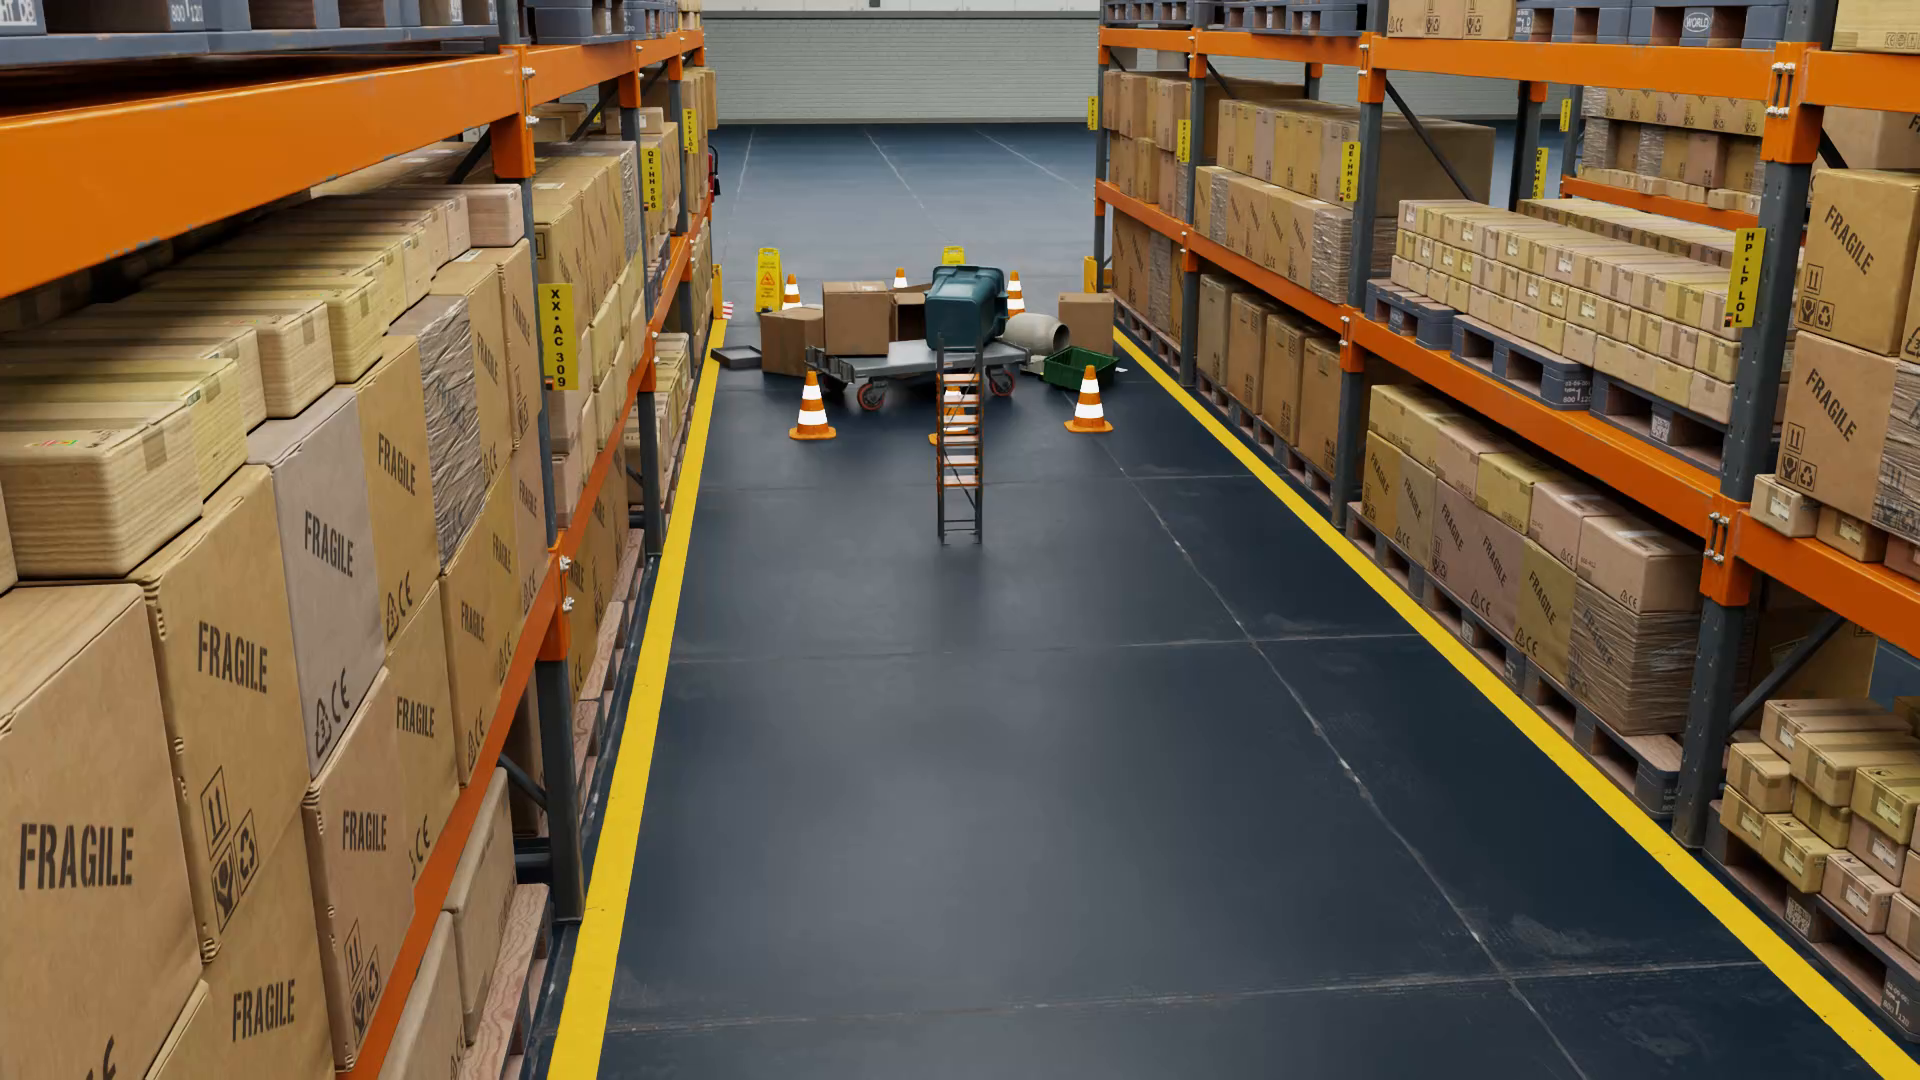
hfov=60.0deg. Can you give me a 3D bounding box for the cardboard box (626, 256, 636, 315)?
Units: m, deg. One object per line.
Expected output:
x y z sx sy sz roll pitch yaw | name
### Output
-1.825 -1.217 7.961 0.500 0.250 0.500 -2 18 -7 | cardboard box

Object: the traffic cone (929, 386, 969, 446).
-0.052 -0.939 11.894 0.336 0.463 0.334 -2 18 -6 | traffic cone

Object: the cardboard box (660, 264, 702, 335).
-2.389 -1.961 13.553 0.500 0.500 0.500 -1 17 -3 | cardboard box

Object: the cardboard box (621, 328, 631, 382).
-1.769 -0.822 7.539 0.500 0.250 0.500 -2 18 -6 | cardboard box

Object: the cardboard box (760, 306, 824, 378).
-1.354 -1.700 14.255 0.500 0.500 0.500 11 21 32 | cardboard box

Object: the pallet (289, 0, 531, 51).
-1.915 -1.759 5.582 0.805 0.209 1.217 -2 18 -8 | pallet

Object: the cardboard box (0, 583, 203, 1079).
-1.125 0.368 1.661 0.500 0.500 0.500 -2 18 -7 | cardboard box

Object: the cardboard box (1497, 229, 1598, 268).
2.721 -1.351 7.698 0.380 0.149 0.250 -1 17 -4 | cardboard box

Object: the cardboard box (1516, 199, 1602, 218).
3.236 -1.754 8.982 0.380 0.149 0.250 -2 18 -8 | cardboard box

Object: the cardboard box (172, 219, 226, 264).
-1.922 -0.653 3.829 0.380 0.149 0.250 -2 18 -6 | cardboard box

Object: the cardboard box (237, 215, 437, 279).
-1.444 -0.668 3.878 0.380 0.149 0.250 -2 18 -6 | cardboard box

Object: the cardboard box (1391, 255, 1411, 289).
2.574 -1.463 9.047 0.380 0.149 0.250 -2 18 -6 | cardboard box

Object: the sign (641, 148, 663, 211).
-1.632 -1.909 8.818 0.100 0.325 0.005 -2 18 -6 | sign

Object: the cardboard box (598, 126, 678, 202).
-2.268 -2.642 11.721 0.500 0.500 0.500 -2 18 -5 | cardboard box

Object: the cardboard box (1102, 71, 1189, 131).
1.904 -4.380 16.569 0.875 0.550 0.550 -2 18 -6 | cardboard box

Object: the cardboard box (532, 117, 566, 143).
-2.633 -2.517 10.239 0.380 0.149 0.250 -3 18 -8 | cardboard box

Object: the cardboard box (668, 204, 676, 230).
-2.167 -2.236 11.509 0.380 0.149 0.250 -2 18 -5 | cardboard box

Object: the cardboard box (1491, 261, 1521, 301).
2.714 -1.210 7.747 0.380 0.149 0.250 -2 18 -6 | cardboard box

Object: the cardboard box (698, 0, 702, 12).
-2.688 -5.080 15.595 0.500 0.250 0.500 -2 18 -6 | cardboard box

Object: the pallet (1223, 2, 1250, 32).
2.460 -3.782 12.027 0.805 0.209 1.217 -2 18 -8 | pallet

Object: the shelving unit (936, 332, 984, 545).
-0.002 -0.577 9.511 0.258 1.200 0.189 -2 18 -6 | shelving unit

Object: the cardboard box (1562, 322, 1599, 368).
2.793 -0.832 7.037 0.380 0.149 0.250 -3 18 -8 | cardboard box

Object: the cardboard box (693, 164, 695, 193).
-2.440 -3.009 13.589 0.500 0.500 0.500 -2 18 -6 | cardboard box

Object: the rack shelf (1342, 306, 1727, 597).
2.935 -0.583 7.727 1.077 0.370 4.000 -2 18 -6 | rack shelf

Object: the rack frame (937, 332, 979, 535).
-0.011 -0.604 9.598 0.240 1.200 0.006 -2 18 -6 | rack frame

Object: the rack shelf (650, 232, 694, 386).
-2.390 -1.591 10.940 1.077 0.370 4.000 -2 18 -6 | rack shelf

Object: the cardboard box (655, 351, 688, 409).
-2.463 -1.107 11.881 0.950 0.372 0.625 -1 17 -2 | cardboard box

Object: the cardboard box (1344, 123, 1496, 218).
2.693 -2.181 9.779 0.700 0.500 0.500 -2 18 -6 | cardboard box

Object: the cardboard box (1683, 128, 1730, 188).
7.107 -3.458 15.021 0.875 0.500 0.500 -2 18 -6 | cardboard box

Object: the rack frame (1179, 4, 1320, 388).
2.317 -2.714 13.313 1.000 3.000 0.127 -2 18 -6 | rack frame

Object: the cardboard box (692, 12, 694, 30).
-2.491 -4.480 14.350 0.380 0.149 0.250 -2 18 -6 | cardboard box

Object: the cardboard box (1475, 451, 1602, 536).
2.705 -0.220 7.591 0.500 0.250 0.500 -3 18 -8 | cardboard box

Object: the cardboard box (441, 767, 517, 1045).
-1.814 1.065 4.852 0.875 0.438 0.875 -2 18 -6 | cardboard box

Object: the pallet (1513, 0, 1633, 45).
3.074 -2.168 6.880 1.213 0.211 1.003 -2 18 -6 | pallet

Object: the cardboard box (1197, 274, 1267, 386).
2.470 -1.658 13.007 1.050 0.750 0.750 -2 18 -6 | cardboard box

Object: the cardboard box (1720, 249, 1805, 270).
3.450 -1.136 7.013 0.380 0.149 0.250 -2 18 -6 | cardboard box

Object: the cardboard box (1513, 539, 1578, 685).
2.762 0.297 7.197 0.500 0.500 0.500 -2 18 -7 | cardboard box

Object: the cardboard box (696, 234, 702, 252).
-2.428 -2.543 14.323 0.380 0.149 0.250 -1 17 -2 | cardboard box

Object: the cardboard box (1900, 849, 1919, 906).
3.062 1.030 4.949 0.380 0.149 0.250 -3 18 -8 | cardboard box

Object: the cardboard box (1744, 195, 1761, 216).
6.930 -2.847 14.156 0.380 0.149 0.250 -2 18 -6 | cardboard box

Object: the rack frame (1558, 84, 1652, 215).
6.848 -4.028 17.501 1.000 3.000 0.127 -2 18 -6 | rack frame

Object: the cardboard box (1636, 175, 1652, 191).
6.776 -3.444 16.059 0.380 0.149 0.250 -2 18 -6 | cardboard box

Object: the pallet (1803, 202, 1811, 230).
7.195 -2.513 12.994 1.003 0.211 1.213 -2 18 -6 | pallet

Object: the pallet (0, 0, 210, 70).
-1.446 -0.565 1.609 1.003 0.211 1.213 -2 18 -6 | pallet

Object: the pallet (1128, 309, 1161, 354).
2.187 -1.976 15.620 1.003 0.211 1.213 -2 18 -6 | pallet

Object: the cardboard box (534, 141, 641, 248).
-1.871 -1.718 8.304 0.500 0.500 0.500 -2 18 -7 | cardboard box

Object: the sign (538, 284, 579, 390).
-1.220 -0.616 5.052 0.100 0.325 0.005 -2 18 -6 | sign

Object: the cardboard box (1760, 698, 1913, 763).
2.971 0.655 5.649 0.380 0.149 0.250 -1 17 -3 | cardboard box

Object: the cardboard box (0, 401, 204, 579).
-1.131 -0.061 1.944 0.380 0.149 0.250 -1 17 -4 | cardboard box

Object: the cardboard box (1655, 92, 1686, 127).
6.789 -4.076 15.319 0.500 0.500 0.500 -2 18 -6 | cardboard box

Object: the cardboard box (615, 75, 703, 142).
-2.457 -3.488 13.446 0.700 0.500 0.500 -2 18 -5 | cardboard box

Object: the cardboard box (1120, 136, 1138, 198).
1.999 -3.534 15.675 0.875 0.550 0.550 -2 18 -6 | cardboard box

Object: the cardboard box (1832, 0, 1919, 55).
2.927 -1.544 4.829 0.500 0.250 0.500 -1 17 -3 | cardboard box
